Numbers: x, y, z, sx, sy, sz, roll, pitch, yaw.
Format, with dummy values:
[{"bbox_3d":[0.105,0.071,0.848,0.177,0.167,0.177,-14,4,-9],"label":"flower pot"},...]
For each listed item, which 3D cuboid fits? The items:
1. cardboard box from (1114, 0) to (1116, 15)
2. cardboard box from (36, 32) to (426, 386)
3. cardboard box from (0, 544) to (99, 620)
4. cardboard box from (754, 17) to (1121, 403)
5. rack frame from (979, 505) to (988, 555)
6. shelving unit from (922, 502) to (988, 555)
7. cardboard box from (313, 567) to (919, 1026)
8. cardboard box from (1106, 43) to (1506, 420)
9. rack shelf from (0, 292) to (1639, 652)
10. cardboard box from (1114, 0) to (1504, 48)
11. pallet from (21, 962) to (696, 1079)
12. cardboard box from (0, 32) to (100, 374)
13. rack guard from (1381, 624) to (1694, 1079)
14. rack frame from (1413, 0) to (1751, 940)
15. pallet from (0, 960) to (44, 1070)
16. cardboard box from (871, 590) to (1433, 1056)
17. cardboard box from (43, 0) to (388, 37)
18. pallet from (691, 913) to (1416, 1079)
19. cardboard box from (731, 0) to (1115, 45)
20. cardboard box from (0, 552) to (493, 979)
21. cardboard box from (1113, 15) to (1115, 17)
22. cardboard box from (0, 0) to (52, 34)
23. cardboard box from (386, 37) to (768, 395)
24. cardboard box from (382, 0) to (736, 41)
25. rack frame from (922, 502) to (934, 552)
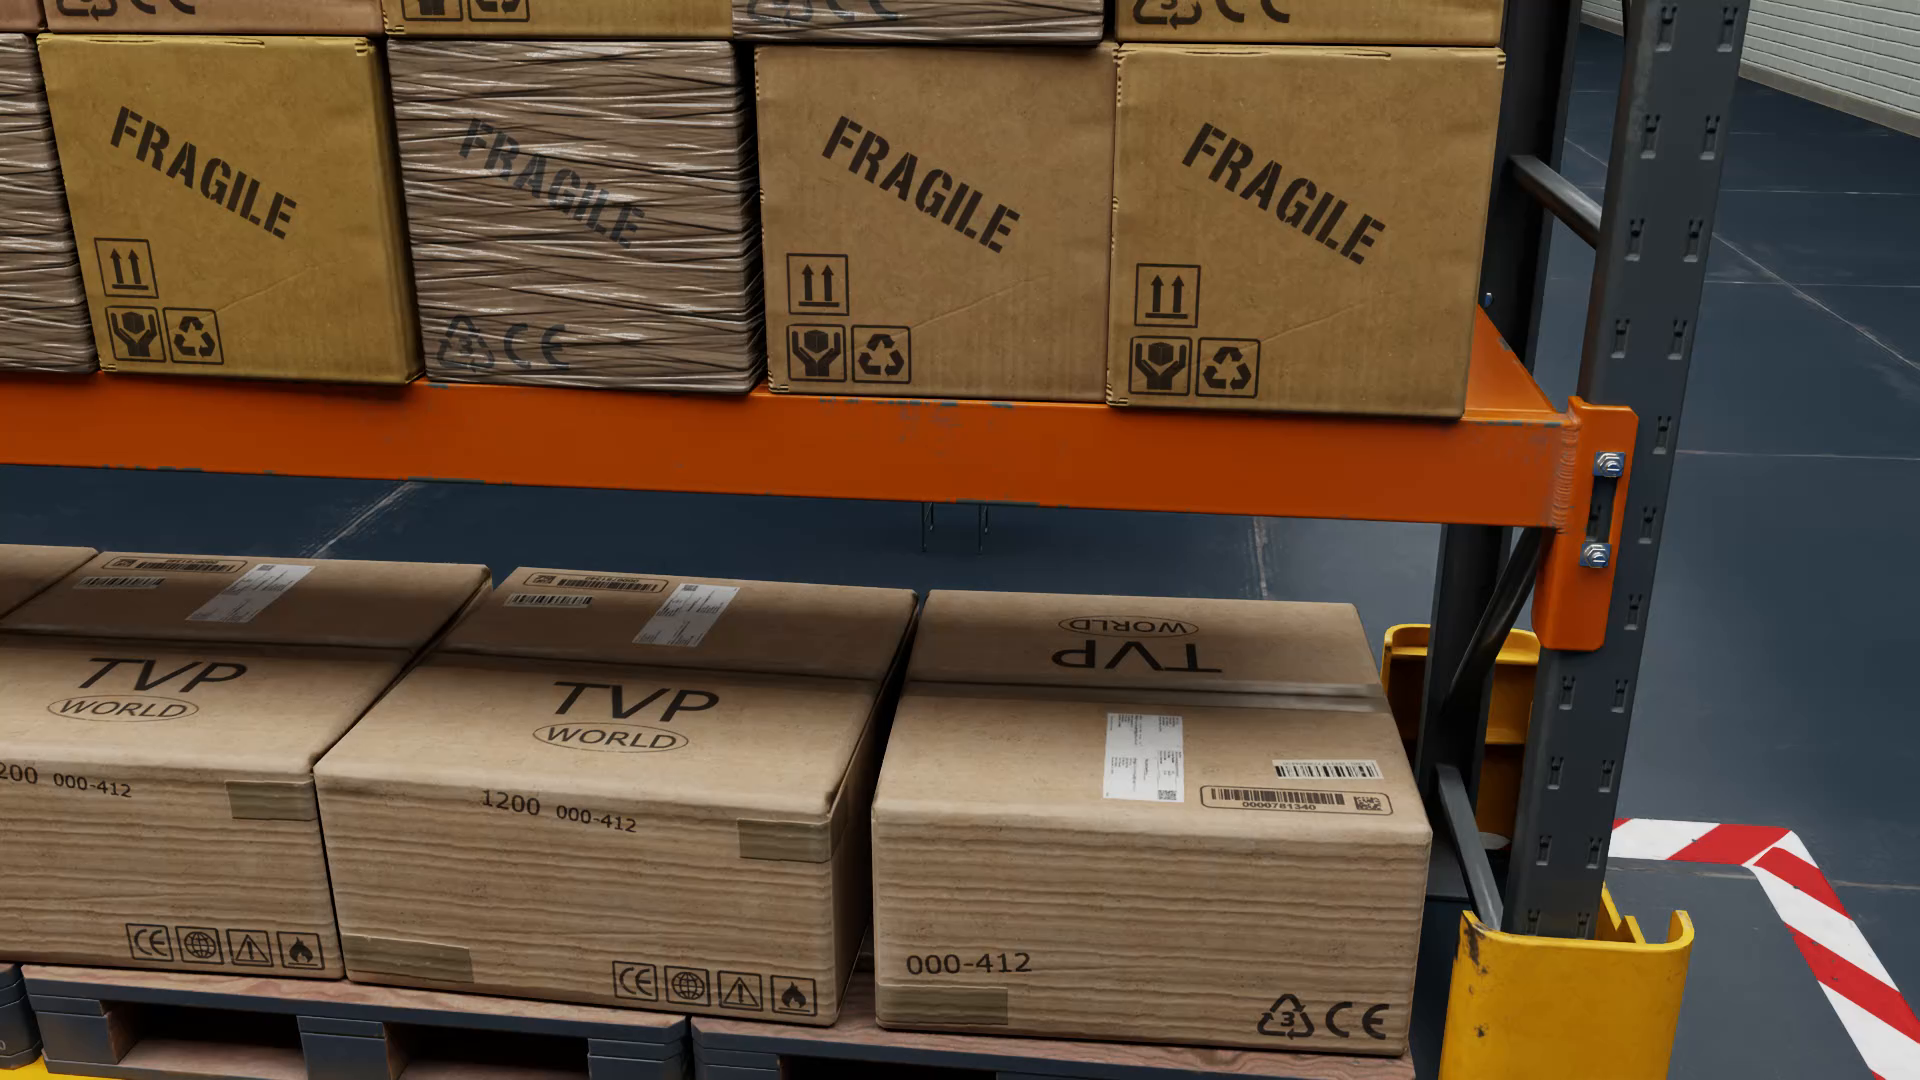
[{"bbox_3d":[0.041,-1.186,2.864,0.500,0.500,0.500,2,22,5],"label":"cardboard box"},{"bbox_3d":[-1.035,-0.564,2.651,0.500,0.500,0.500,3,22,8],"label":"cardboard box"},{"bbox_3d":[-2.364,0.360,3.364,0.875,0.438,0.875,2,22,6],"label":"cardboard box"},{"bbox_3d":[-0.009,-0.528,2.559,0.500,0.500,0.500,2,22,5],"label":"cardboard box"},{"bbox_3d":[0.076,-0.555,5.211,0.006,1.200,0.240,2,22,6],"label":"rack frame"},{"bbox_3d":[-0.014,-0.559,5.221,0.189,1.200,0.258,2,22,6],"label":"shelving unit"},{"bbox_3d":[-0.579,0.438,3.166,0.875,0.438,0.875,3,22,8],"label":"cardboard box"},{"bbox_3d":[0.488,-0.501,2.490,0.500,0.500,0.500,3,22,7],"label":"cardboard box"},{"bbox_3d":[-0.988,-0.282,3.051,4.000,0.370,1.077,2,22,6],"label":"rack shelf"},{"bbox_3d":[0.491,-0.975,2.331,0.500,0.500,0.500,3,22,8],"label":"cardboard box"},{"bbox_3d":[-1.014,0.707,3.364,1.213,0.211,1.003,2,22,6],"label":"pallet"},{"bbox_3d":[-1.547,-0.586,2.707,0.500,0.500,0.500,3,22,7],"label":"cardboard box"},{"bbox_3d":[1.022,0.634,3.157,0.348,0.500,1.175,2,22,6],"label":"rack guard"},{"bbox_3d":[0.998,-0.530,2.700,0.127,3.000,1.000,2,22,6],"label":"rack frame"},{"bbox_3d":[-2.229,0.655,3.495,1.213,0.211,1.003,2,22,6],"label":"pallet"},{"bbox_3d":[0.331,0.474,3.074,0.875,0.438,0.875,2,22,4],"label":"cardboard box"},{"bbox_3d":[-1.021,-1.032,2.475,0.500,0.500,0.500,2,22,6],"label":"cardboard box"},{"bbox_3d":[0.195,0.761,3.228,1.213,0.211,1.003,2,22,6],"label":"pallet"},{"bbox_3d":[-0.031,-0.987,2.361,0.500,0.500,0.500,3,22,6],"label":"cardboard box"},{"bbox_3d":[-1.474,0.398,3.267,0.875,0.438,0.875,2,22,5],"label":"cardboard box"},{"bbox_3d":[0.049,-0.714,3.029,0.500,0.500,0.500,2,22,6],"label":"cardboard box"},{"bbox_3d":[-1.522,-1.055,2.532,0.500,0.500,0.500,3,22,7],"label":"cardboard box"},{"bbox_3d":[-0.521,-0.546,2.606,0.500,0.500,0.500,3,22,8],"label":"cardboard box"},{"bbox_3d":[-0.522,-1.010,2.418,0.500,0.500,0.500,2,22,6],"label":"cardboard box"},{"bbox_3d":[-0.105,-0.563,5.231,0.006,1.200,0.240,2,22,6],"label":"rack frame"}]
